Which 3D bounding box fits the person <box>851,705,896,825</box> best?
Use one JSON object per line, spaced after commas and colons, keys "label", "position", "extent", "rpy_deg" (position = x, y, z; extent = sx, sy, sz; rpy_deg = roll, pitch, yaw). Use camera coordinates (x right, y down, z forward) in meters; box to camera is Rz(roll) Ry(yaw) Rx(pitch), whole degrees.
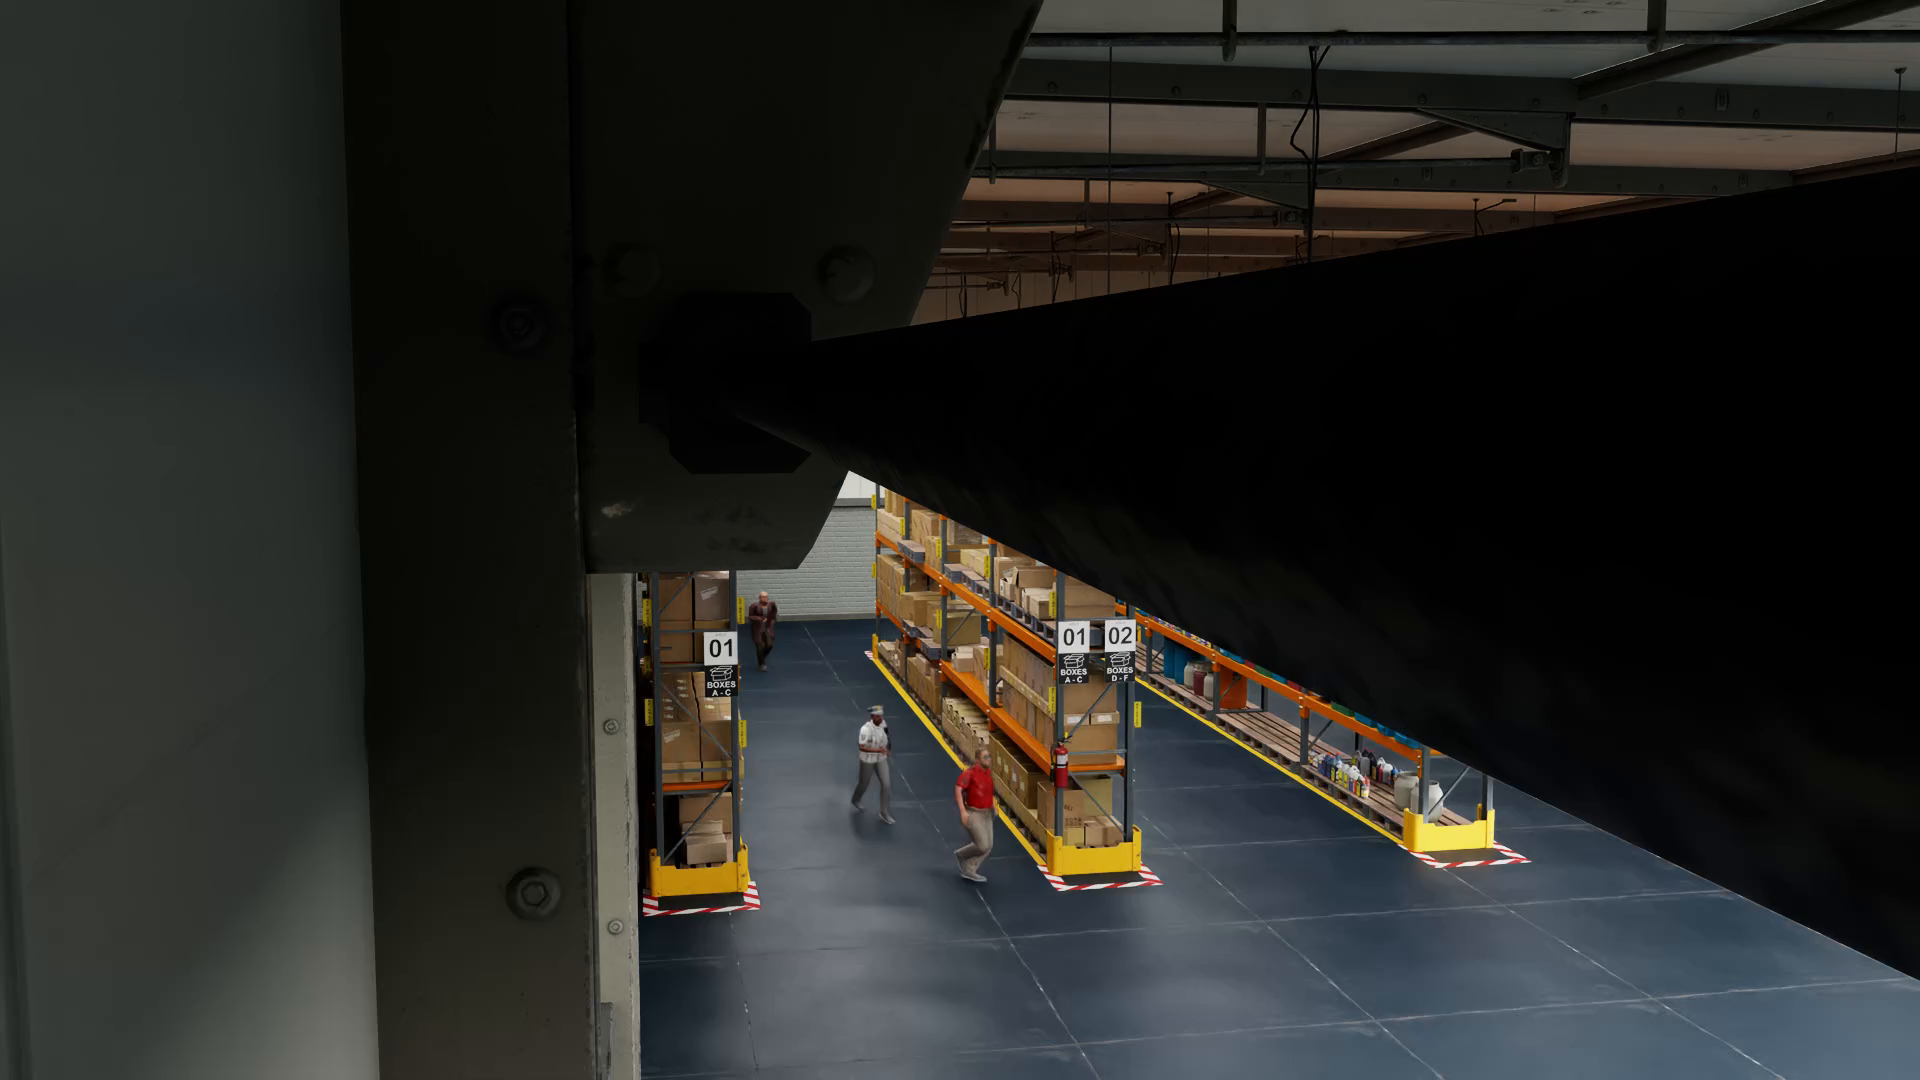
{"label": "person", "position": [-1.235, 3.107, 23.380], "extent": [0.589, 1.678, 0.963], "rpy_deg": [-4, 7, -34]}

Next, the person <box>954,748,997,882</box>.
{"label": "person", "position": [0.190, 3.400, 20.555], "extent": [0.548, 1.677, 0.721], "rpy_deg": [4, 7, 34]}

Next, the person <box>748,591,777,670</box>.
{"label": "person", "position": [-4.104, 1.909, 34.805], "extent": [0.681, 1.704, 0.796], "rpy_deg": [-2, 6, -18]}
